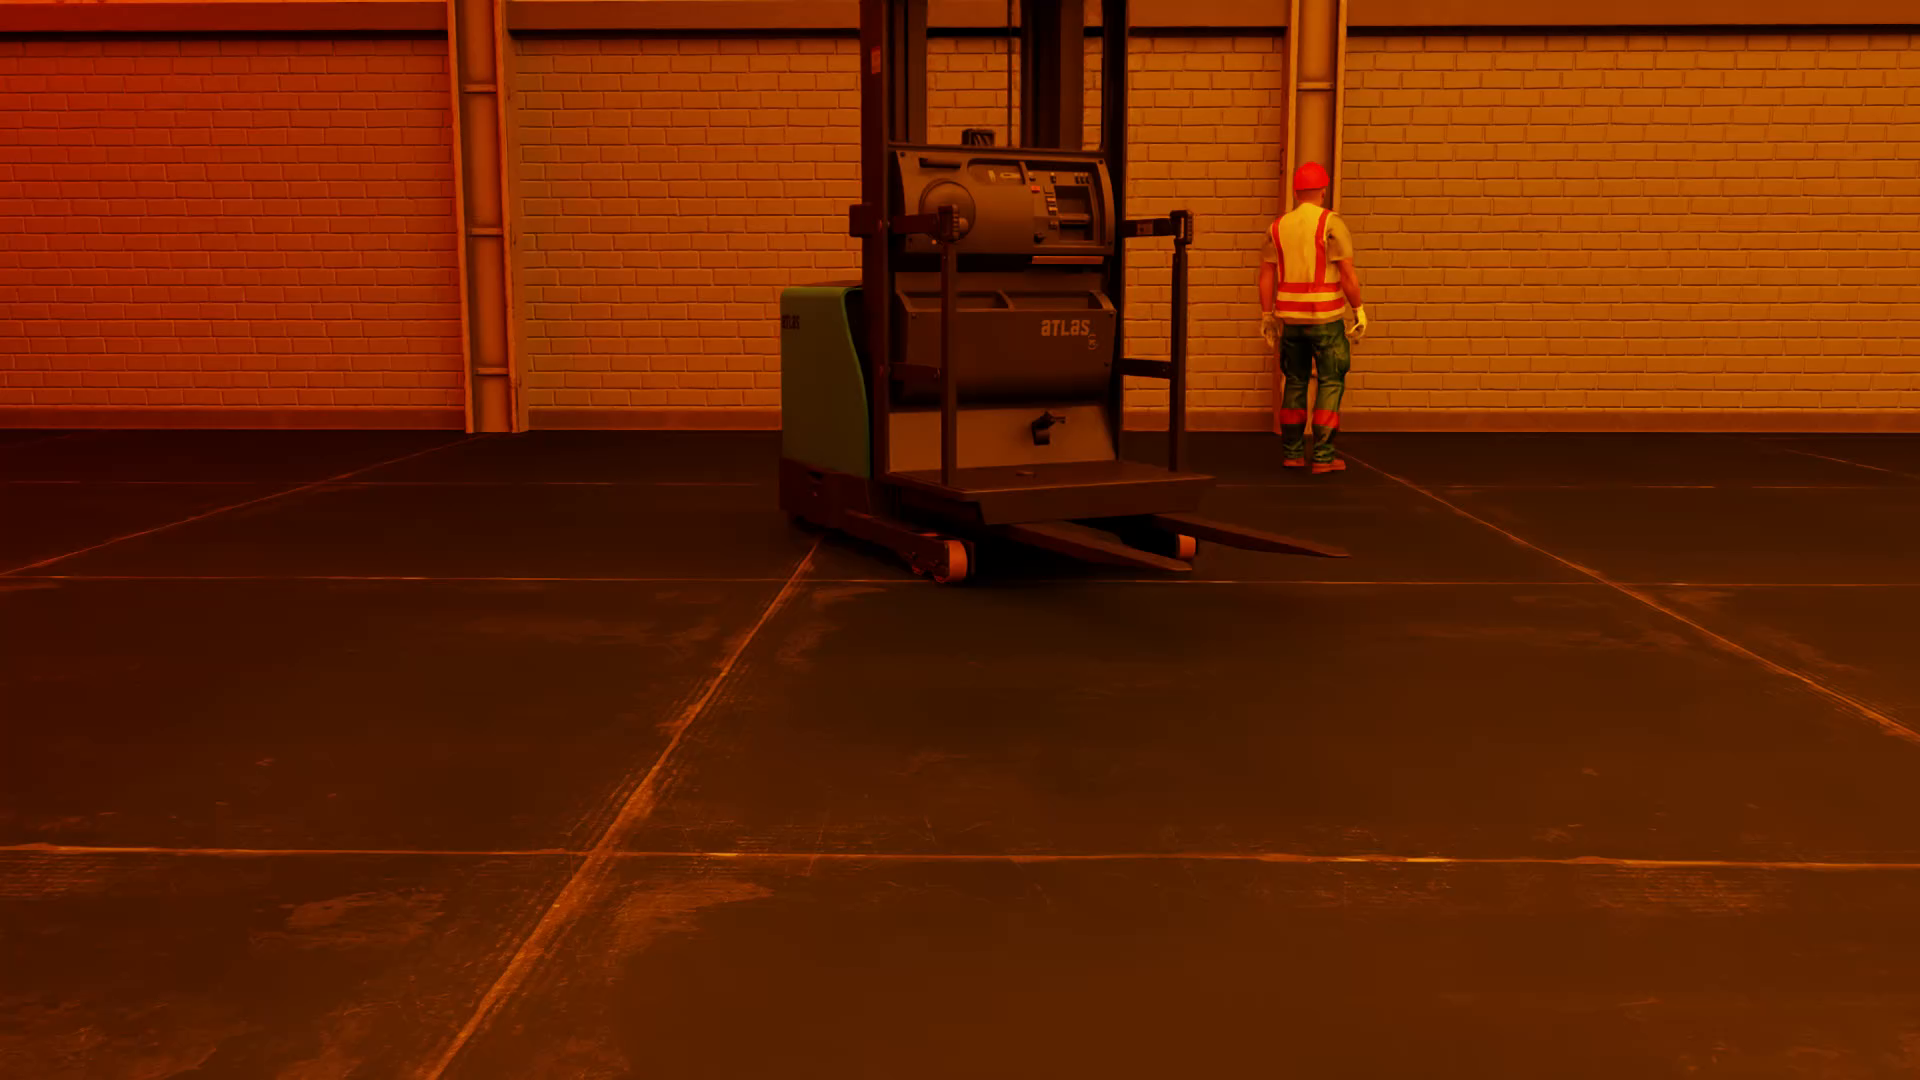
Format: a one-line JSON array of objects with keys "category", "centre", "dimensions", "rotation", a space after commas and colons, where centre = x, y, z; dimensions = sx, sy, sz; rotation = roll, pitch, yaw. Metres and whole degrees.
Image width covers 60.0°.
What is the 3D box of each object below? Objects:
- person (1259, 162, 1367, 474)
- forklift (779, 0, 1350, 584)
[{"category": "person", "centre": [2.090, -1.283, 9.719], "dimensions": [0.631, 1.811, 0.500], "rotation": [7, 11, 39]}, {"category": "forklift", "centre": [0.283, -1.363, 6.344], "dimensions": [1.130, 2.935, 3.031], "rotation": [-4, 10, -26]}]
